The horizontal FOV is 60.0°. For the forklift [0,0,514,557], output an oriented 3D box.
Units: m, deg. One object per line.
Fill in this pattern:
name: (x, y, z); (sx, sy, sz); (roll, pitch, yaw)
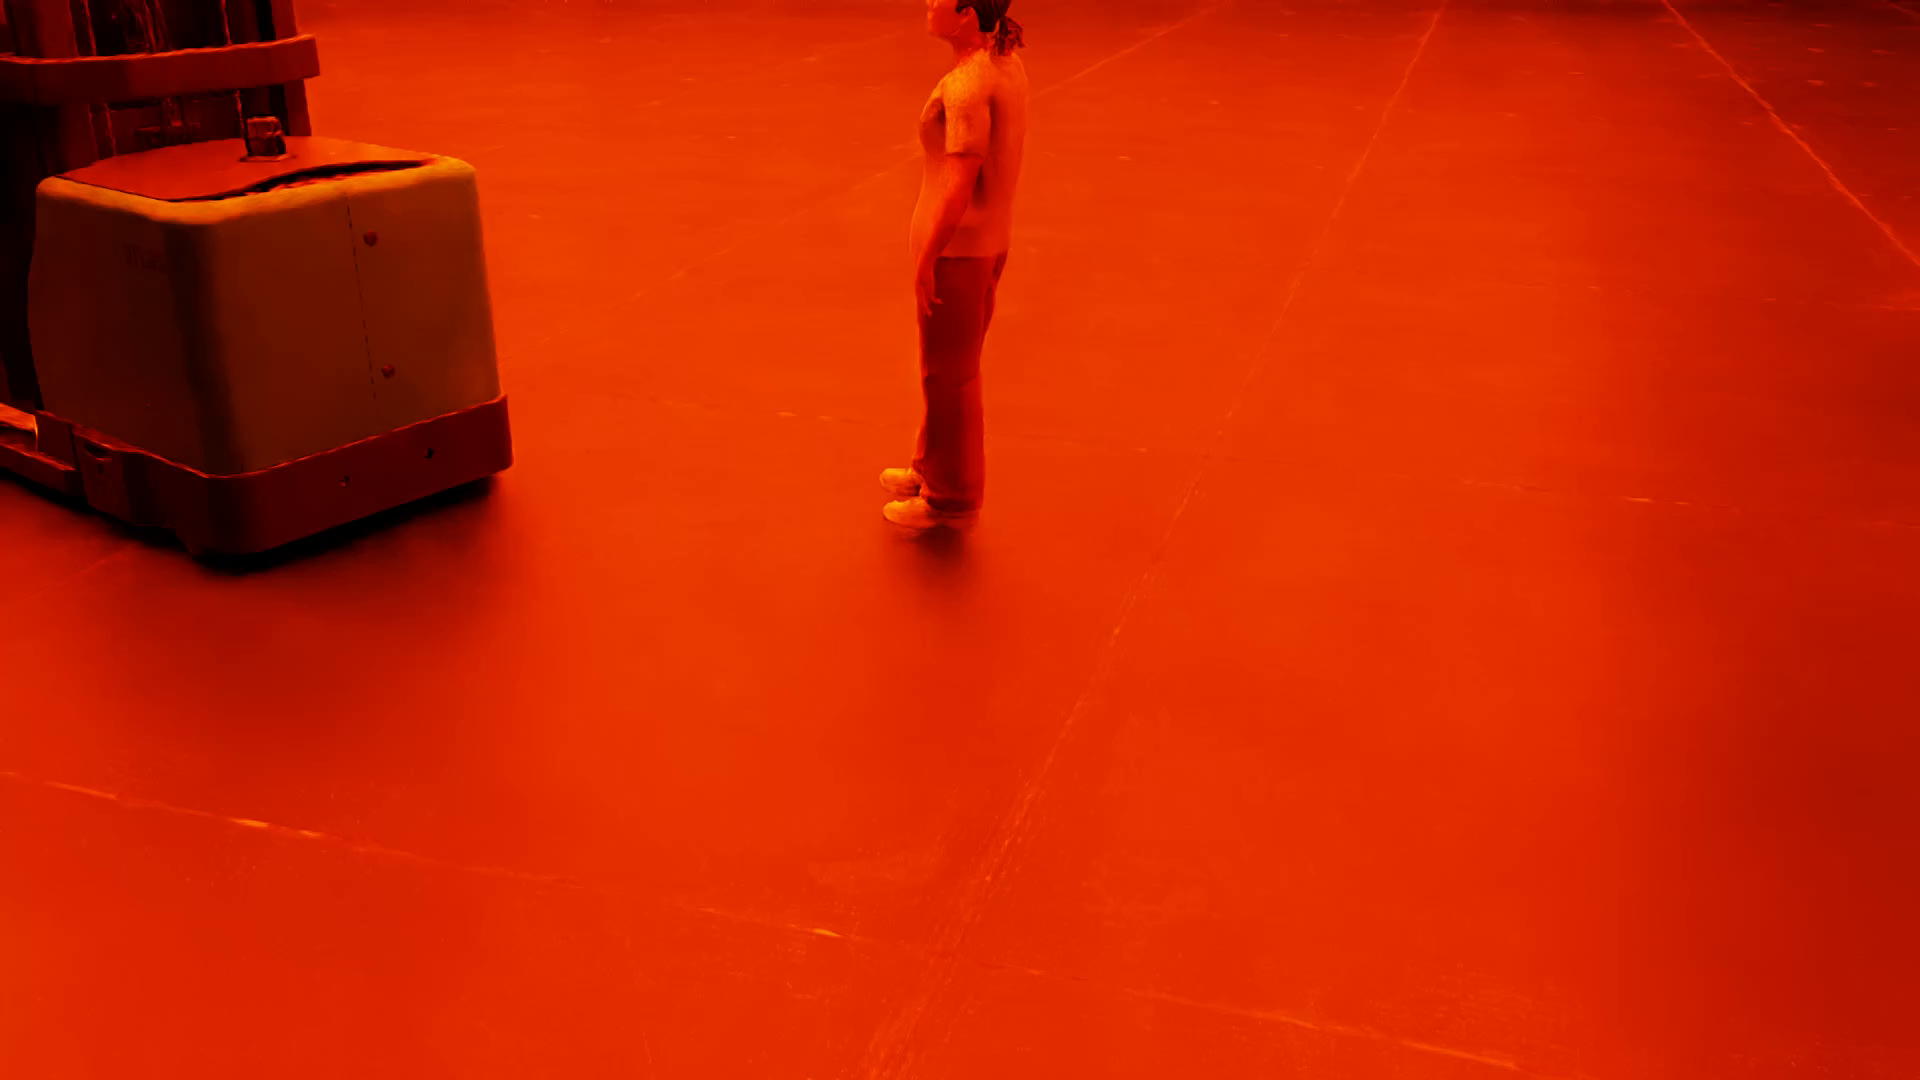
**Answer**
forklift: (-2.969, -1.738, 5.491); (3.031, 2.935, 1.130); (16, 27, 34)

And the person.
person: (-0.067, -0.830, 4.813); (0.549, 1.673, 0.554); (7, 23, 16)
